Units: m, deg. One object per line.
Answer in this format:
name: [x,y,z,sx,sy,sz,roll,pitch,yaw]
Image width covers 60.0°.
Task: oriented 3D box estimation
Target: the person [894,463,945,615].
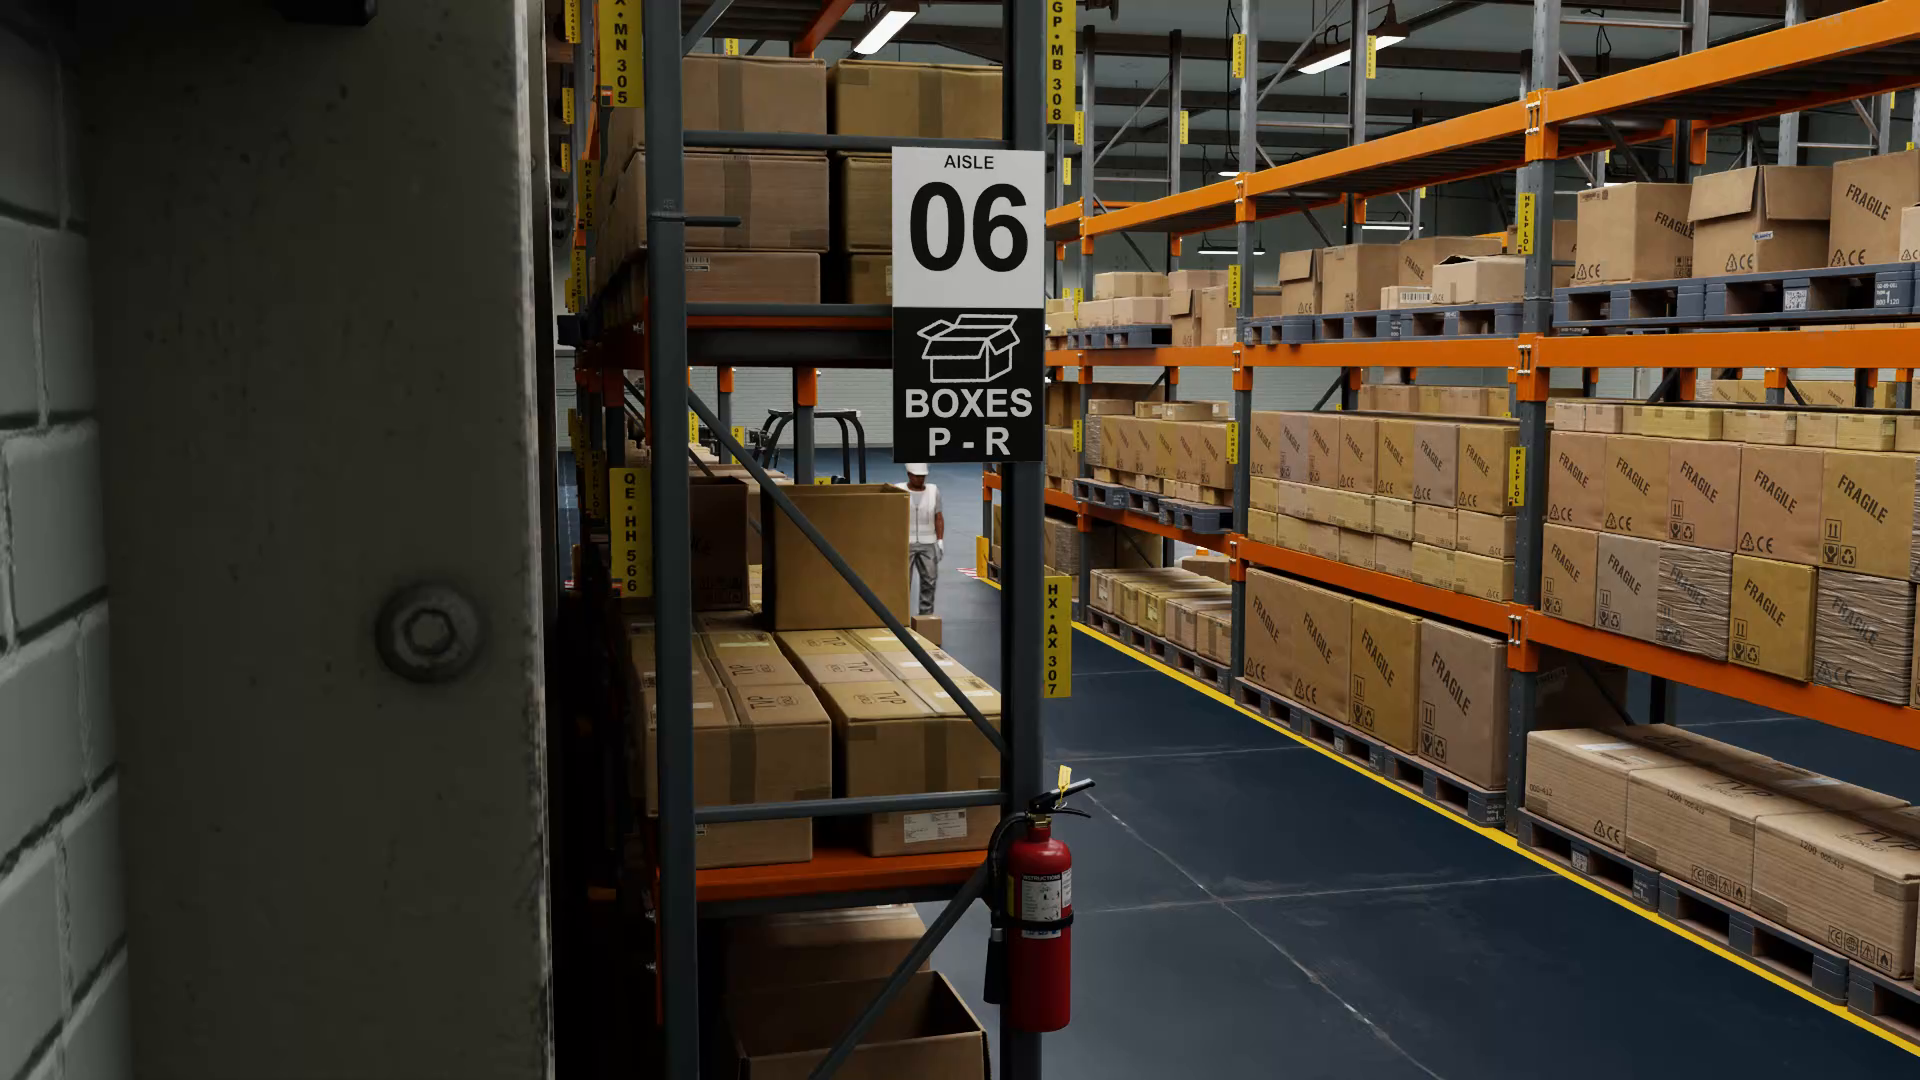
person: [-0.423,0.058,16.316,0.553,1.769,0.373,-1,6,-13]
